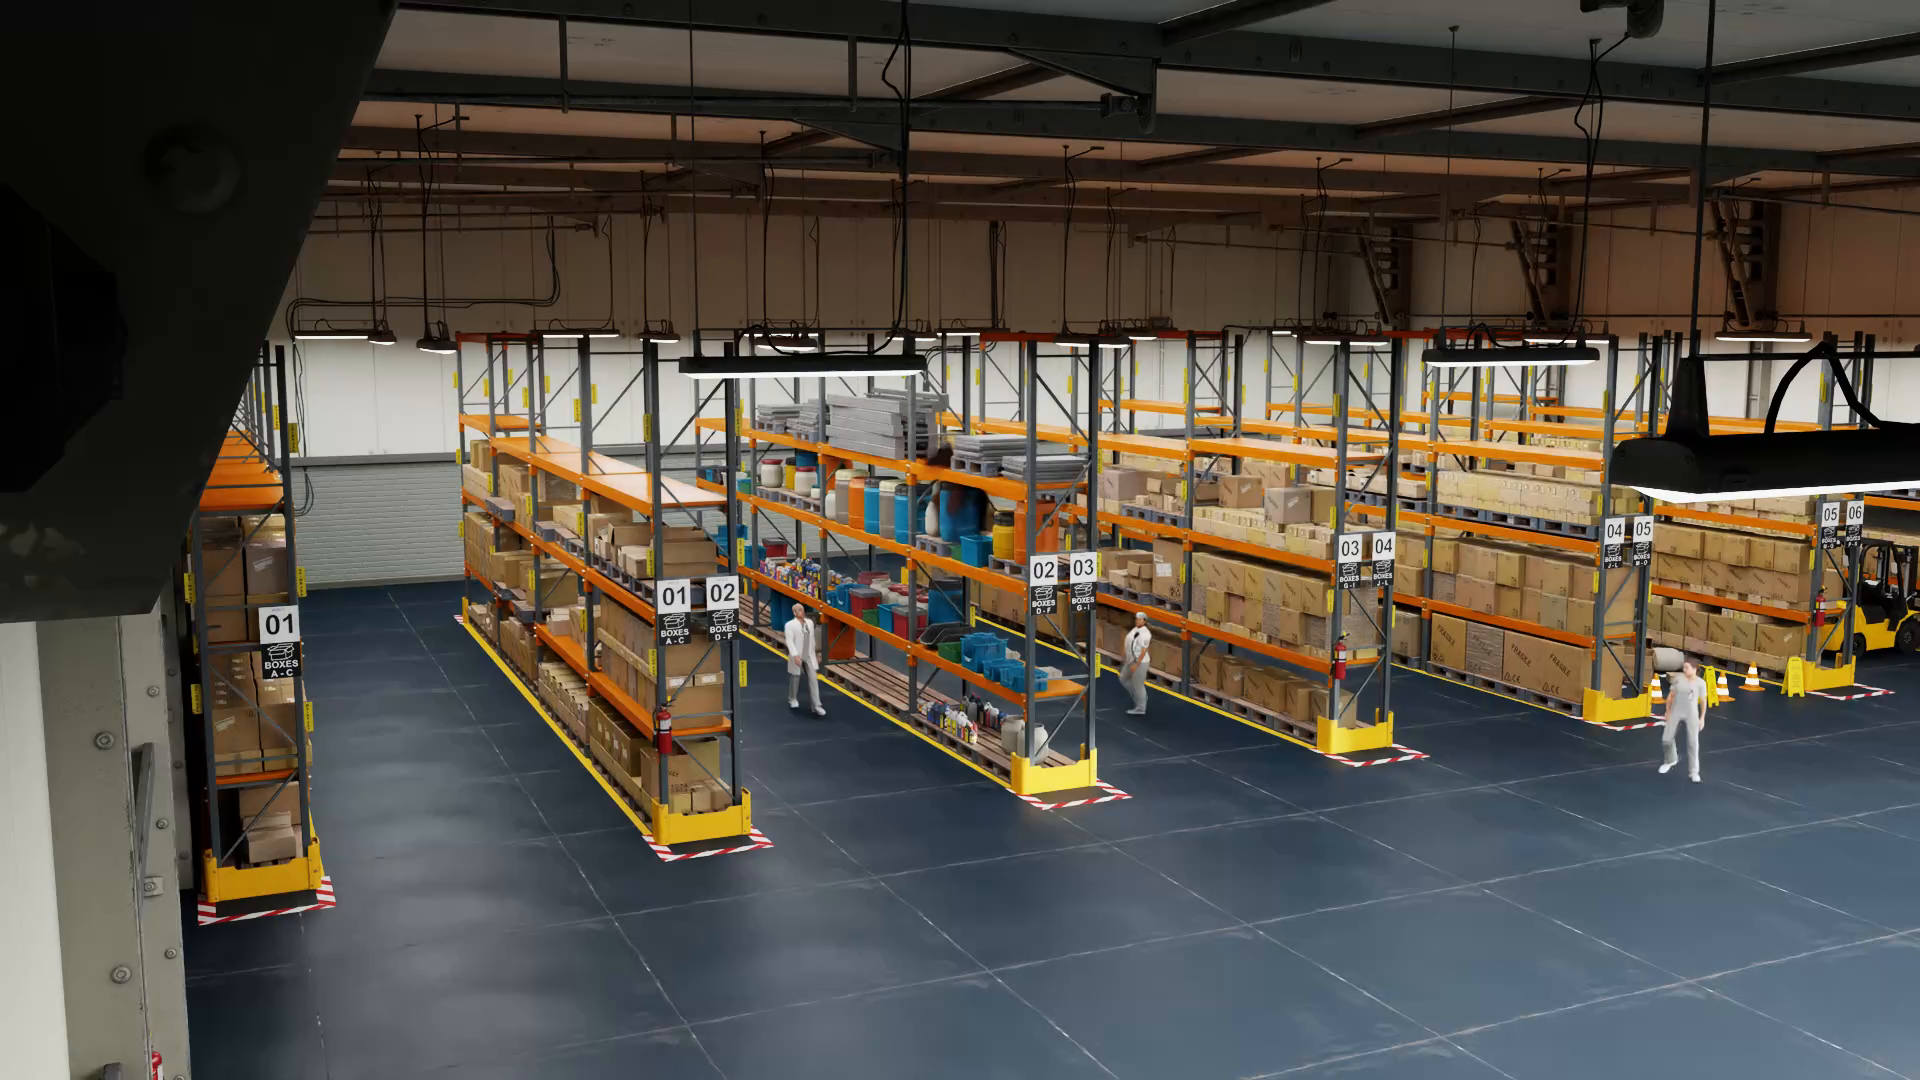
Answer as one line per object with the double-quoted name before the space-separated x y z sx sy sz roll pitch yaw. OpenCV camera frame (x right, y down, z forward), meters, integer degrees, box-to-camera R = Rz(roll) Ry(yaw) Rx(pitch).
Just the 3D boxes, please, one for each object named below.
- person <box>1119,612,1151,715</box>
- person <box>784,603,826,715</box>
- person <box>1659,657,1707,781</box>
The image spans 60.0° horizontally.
"person" 2.773 1.957 26.381 0.457 1.661 0.550 0 8 -3
"person" -2.502 1.883 26.557 0.577 1.719 1.026 -4 9 -26
"person" 9.935 2.425 22.827 0.544 1.679 0.460 4 8 25
